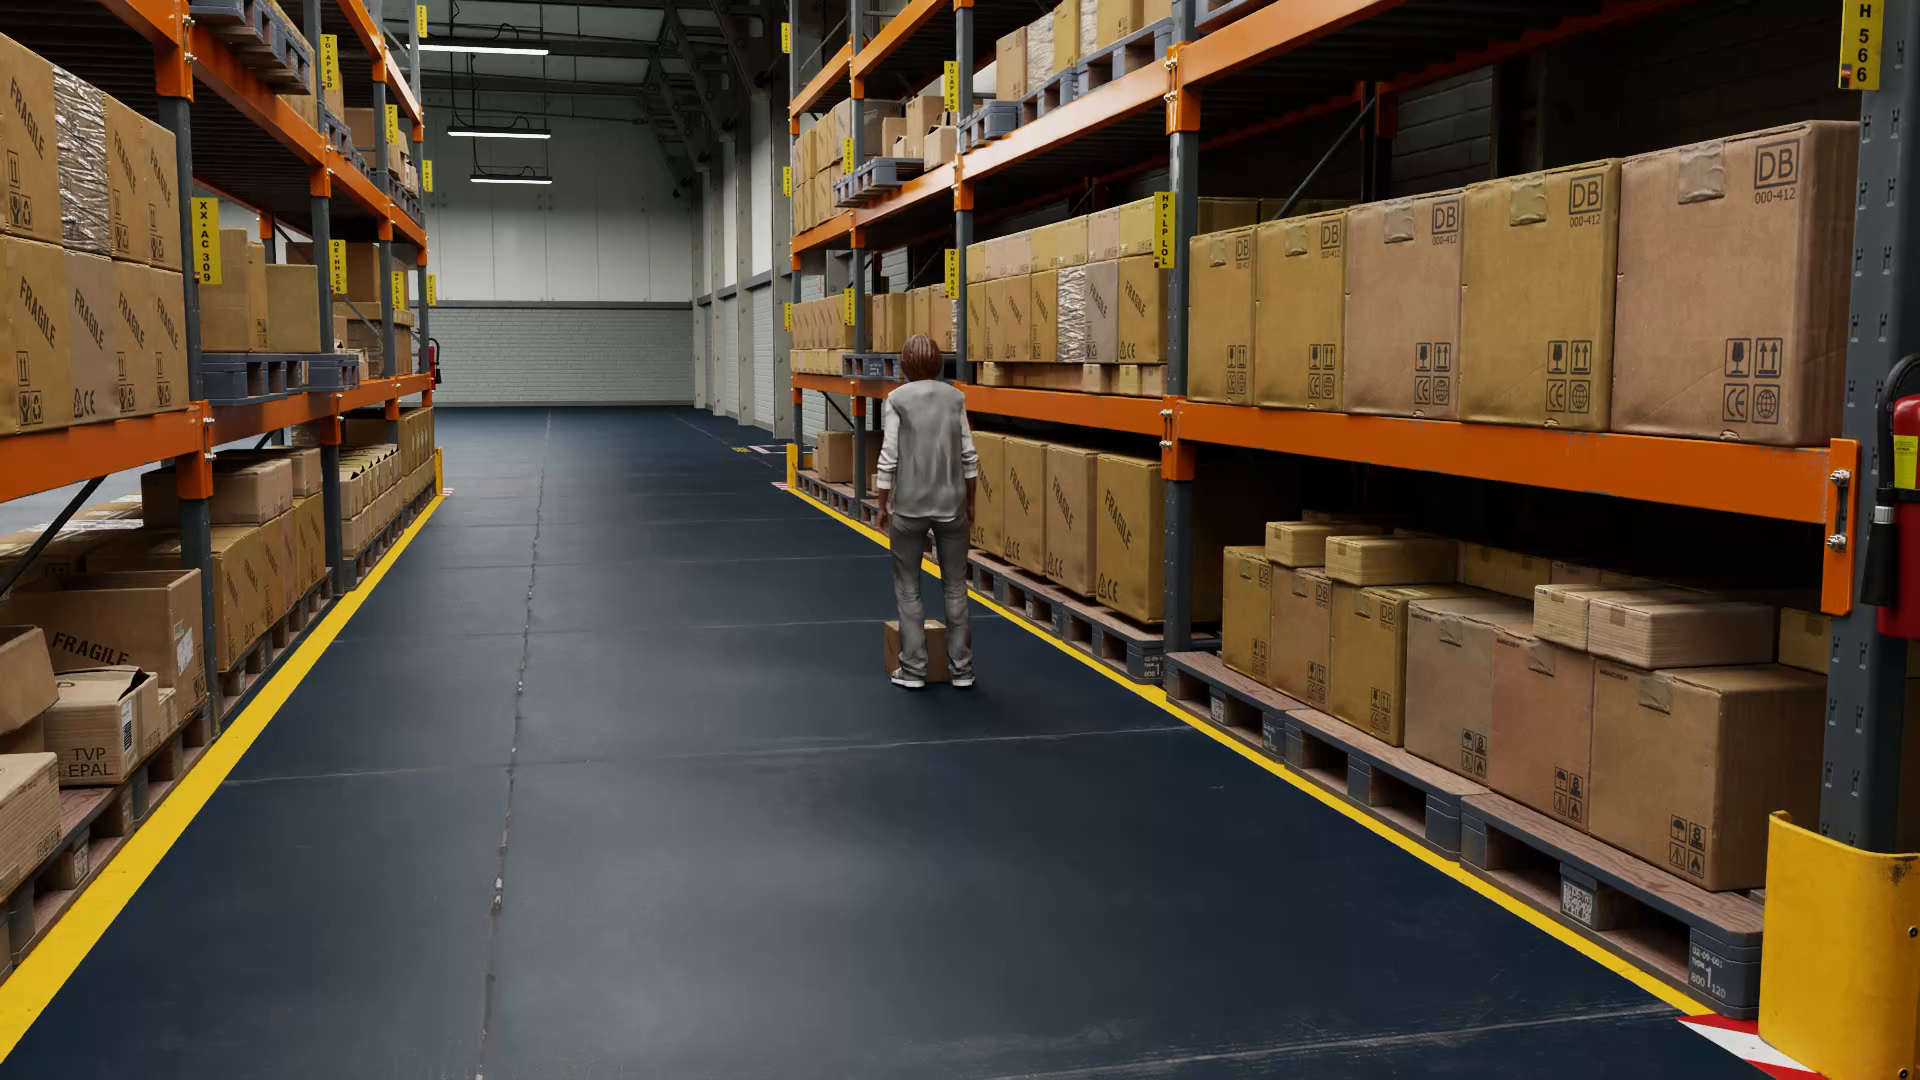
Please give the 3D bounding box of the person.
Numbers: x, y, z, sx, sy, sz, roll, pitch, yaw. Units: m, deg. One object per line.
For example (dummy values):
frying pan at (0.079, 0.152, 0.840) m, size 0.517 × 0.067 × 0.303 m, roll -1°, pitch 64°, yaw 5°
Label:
person at (-0.146, -0.123, 7.490) m, size 0.473 × 1.592 × 0.366 m, roll -2°, pitch 7°, yaw -14°
